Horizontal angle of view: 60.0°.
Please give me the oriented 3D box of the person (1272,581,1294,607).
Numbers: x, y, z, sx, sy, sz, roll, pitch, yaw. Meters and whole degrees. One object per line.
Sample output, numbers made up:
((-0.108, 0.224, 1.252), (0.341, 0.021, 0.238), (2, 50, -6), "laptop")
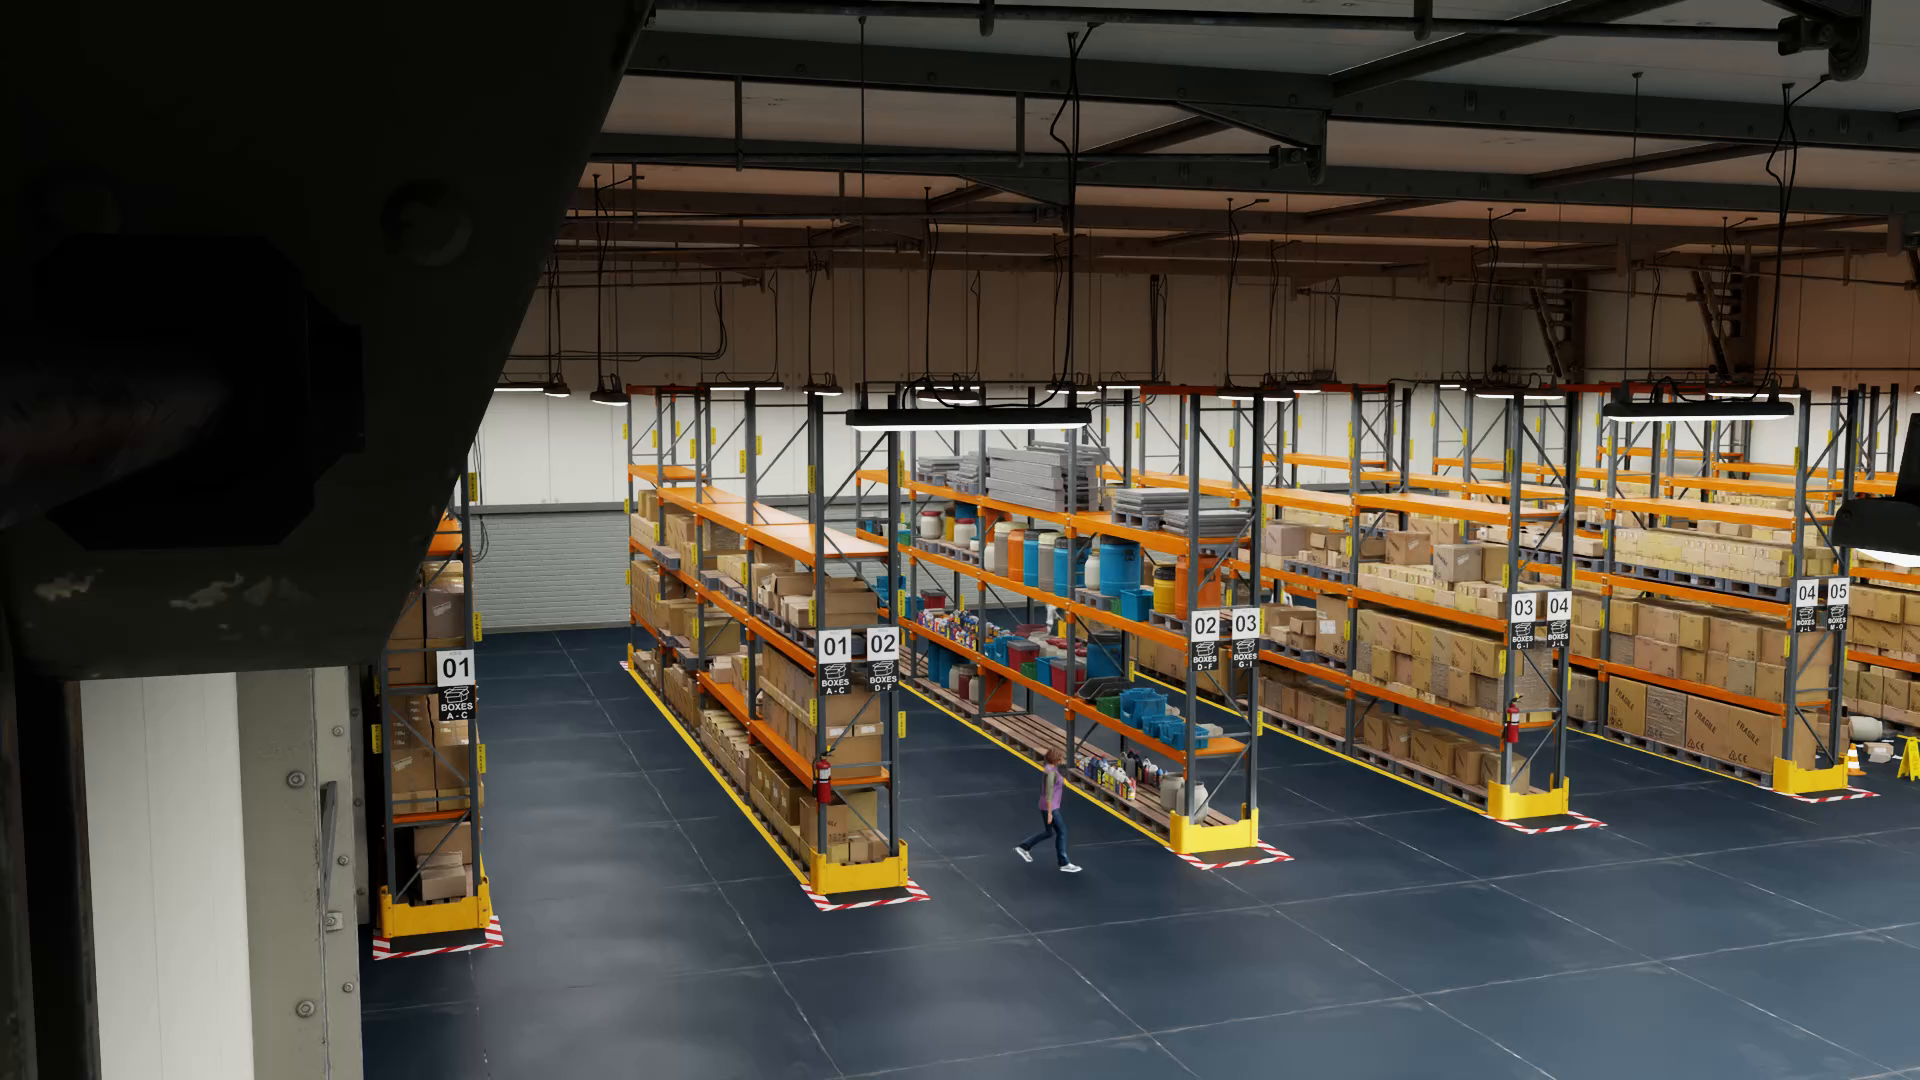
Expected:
((7.168, 1.700, 36.837), (0.446, 1.627, 1.022), (-2, 6, -21), "person")

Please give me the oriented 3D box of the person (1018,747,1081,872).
((1.124, 3.377, 20.991), (0.785, 1.564, 0.460), (0, 6, 0), "person")

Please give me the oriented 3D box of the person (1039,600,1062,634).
((2.194, 1.349, 39.737), (0.549, 1.761, 0.948), (5, 7, 38), "person")

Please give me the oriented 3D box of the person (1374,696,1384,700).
((7.931, 2.192, 31.967), (0.606, 1.702, 0.789), (-1, 6, -10), "person")
